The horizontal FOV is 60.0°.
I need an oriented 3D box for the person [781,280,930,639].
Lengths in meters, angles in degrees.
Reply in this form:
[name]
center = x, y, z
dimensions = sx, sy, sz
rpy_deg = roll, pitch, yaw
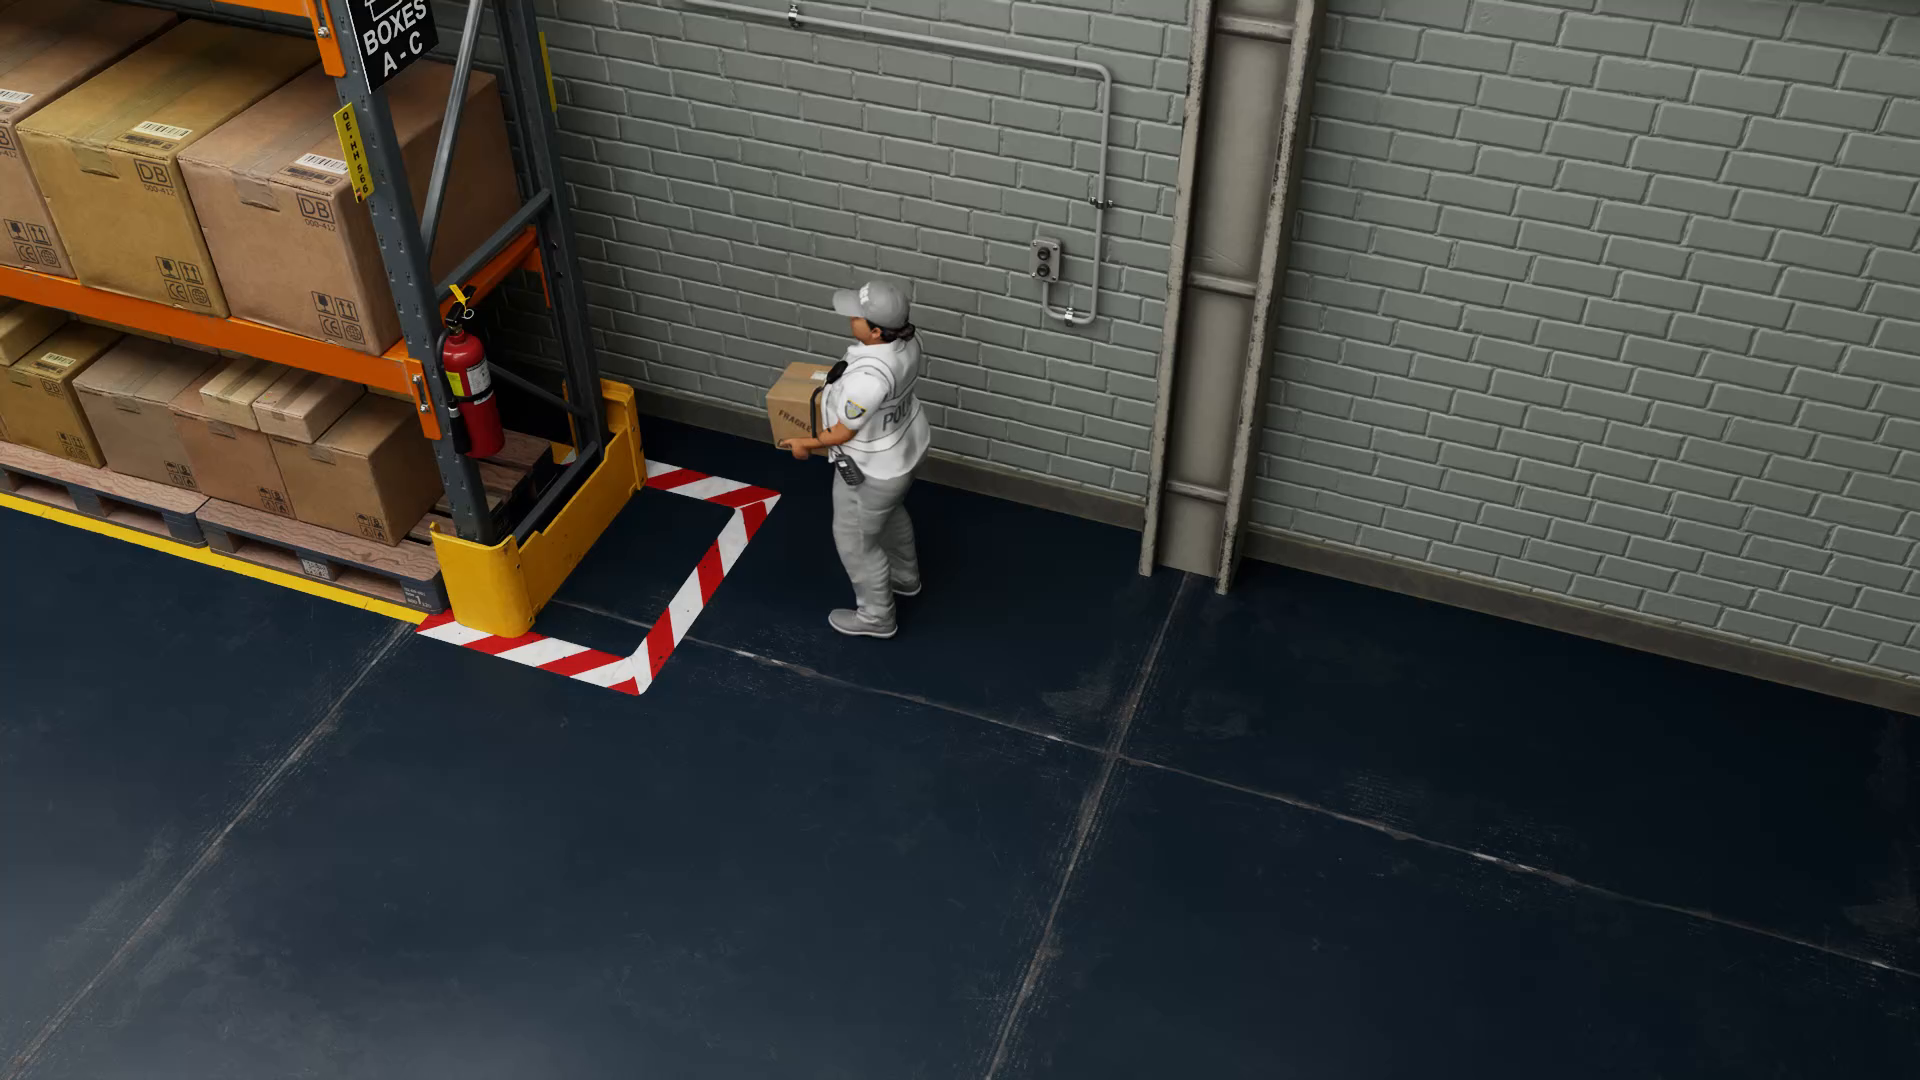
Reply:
[person]
center = -0.401, -0.338, 6.543
dimensions = 0.541, 1.653, 0.453
rpy_deg = 14, 44, 15
